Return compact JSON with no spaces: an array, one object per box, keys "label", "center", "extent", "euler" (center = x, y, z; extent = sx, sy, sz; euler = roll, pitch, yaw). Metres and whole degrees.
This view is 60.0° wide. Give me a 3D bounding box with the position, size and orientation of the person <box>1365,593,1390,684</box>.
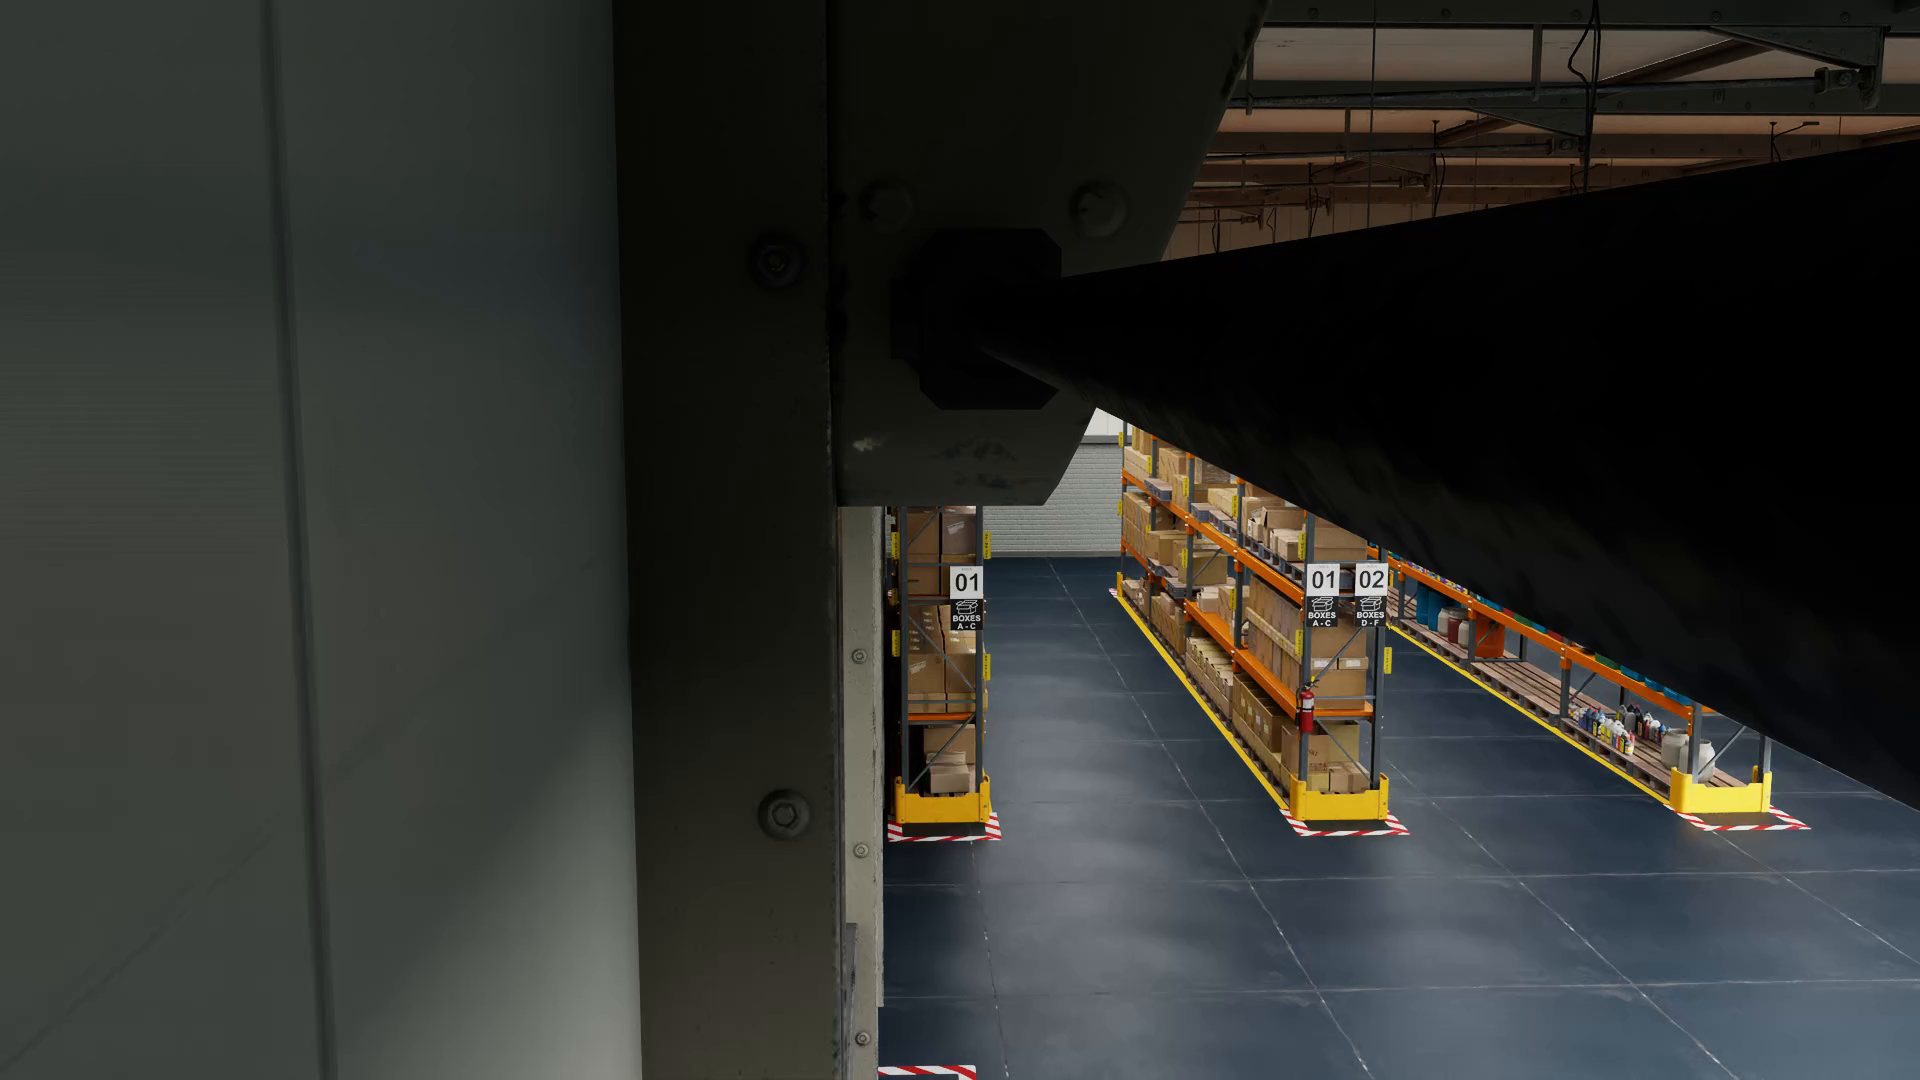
[{"label":"person","center":[7.049,1.518,28.353],"extent":[0.686,1.727,0.974],"euler":[-2,8,-12]}]
